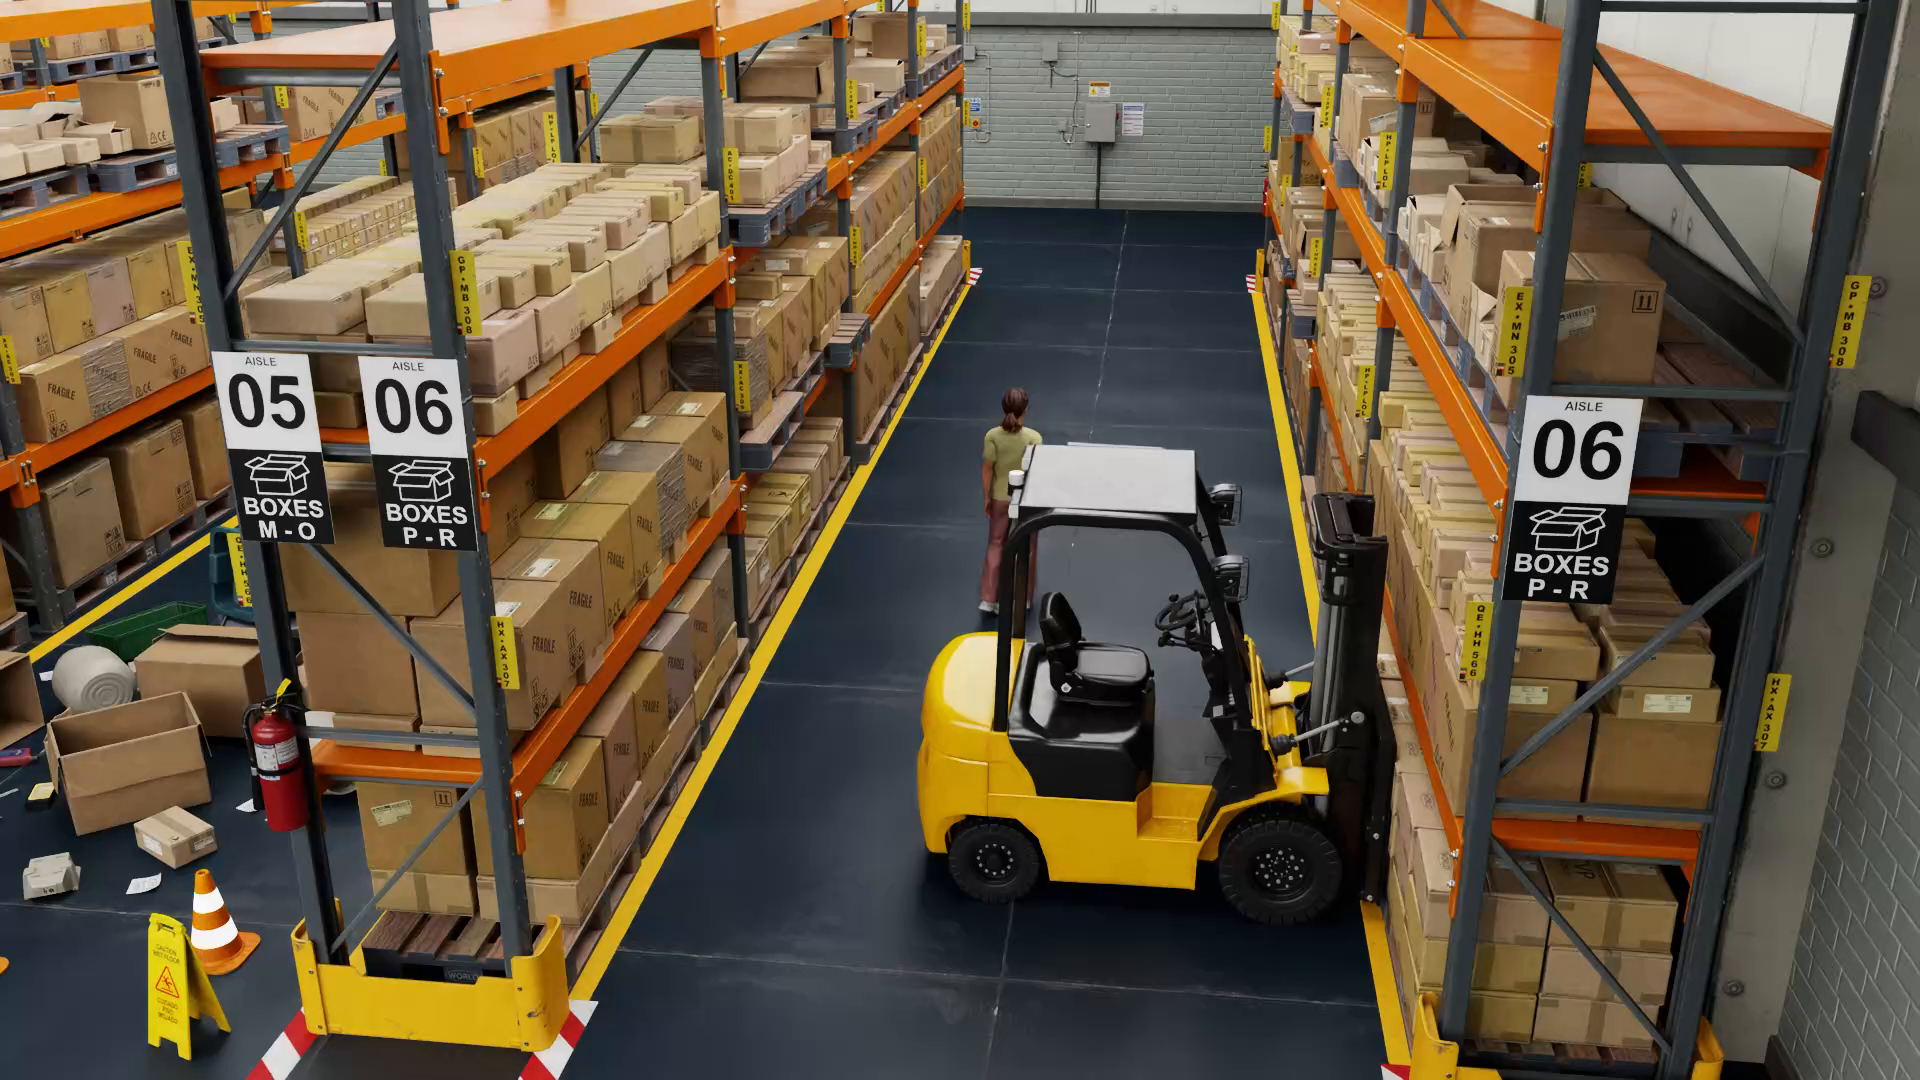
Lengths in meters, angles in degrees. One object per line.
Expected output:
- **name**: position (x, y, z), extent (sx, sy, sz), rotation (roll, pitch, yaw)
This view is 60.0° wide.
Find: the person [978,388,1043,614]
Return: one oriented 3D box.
- **person**: position (0.396, -0.278, 11.790), extent (0.462, 1.672, 0.571), rotation (5, 22, 13)
